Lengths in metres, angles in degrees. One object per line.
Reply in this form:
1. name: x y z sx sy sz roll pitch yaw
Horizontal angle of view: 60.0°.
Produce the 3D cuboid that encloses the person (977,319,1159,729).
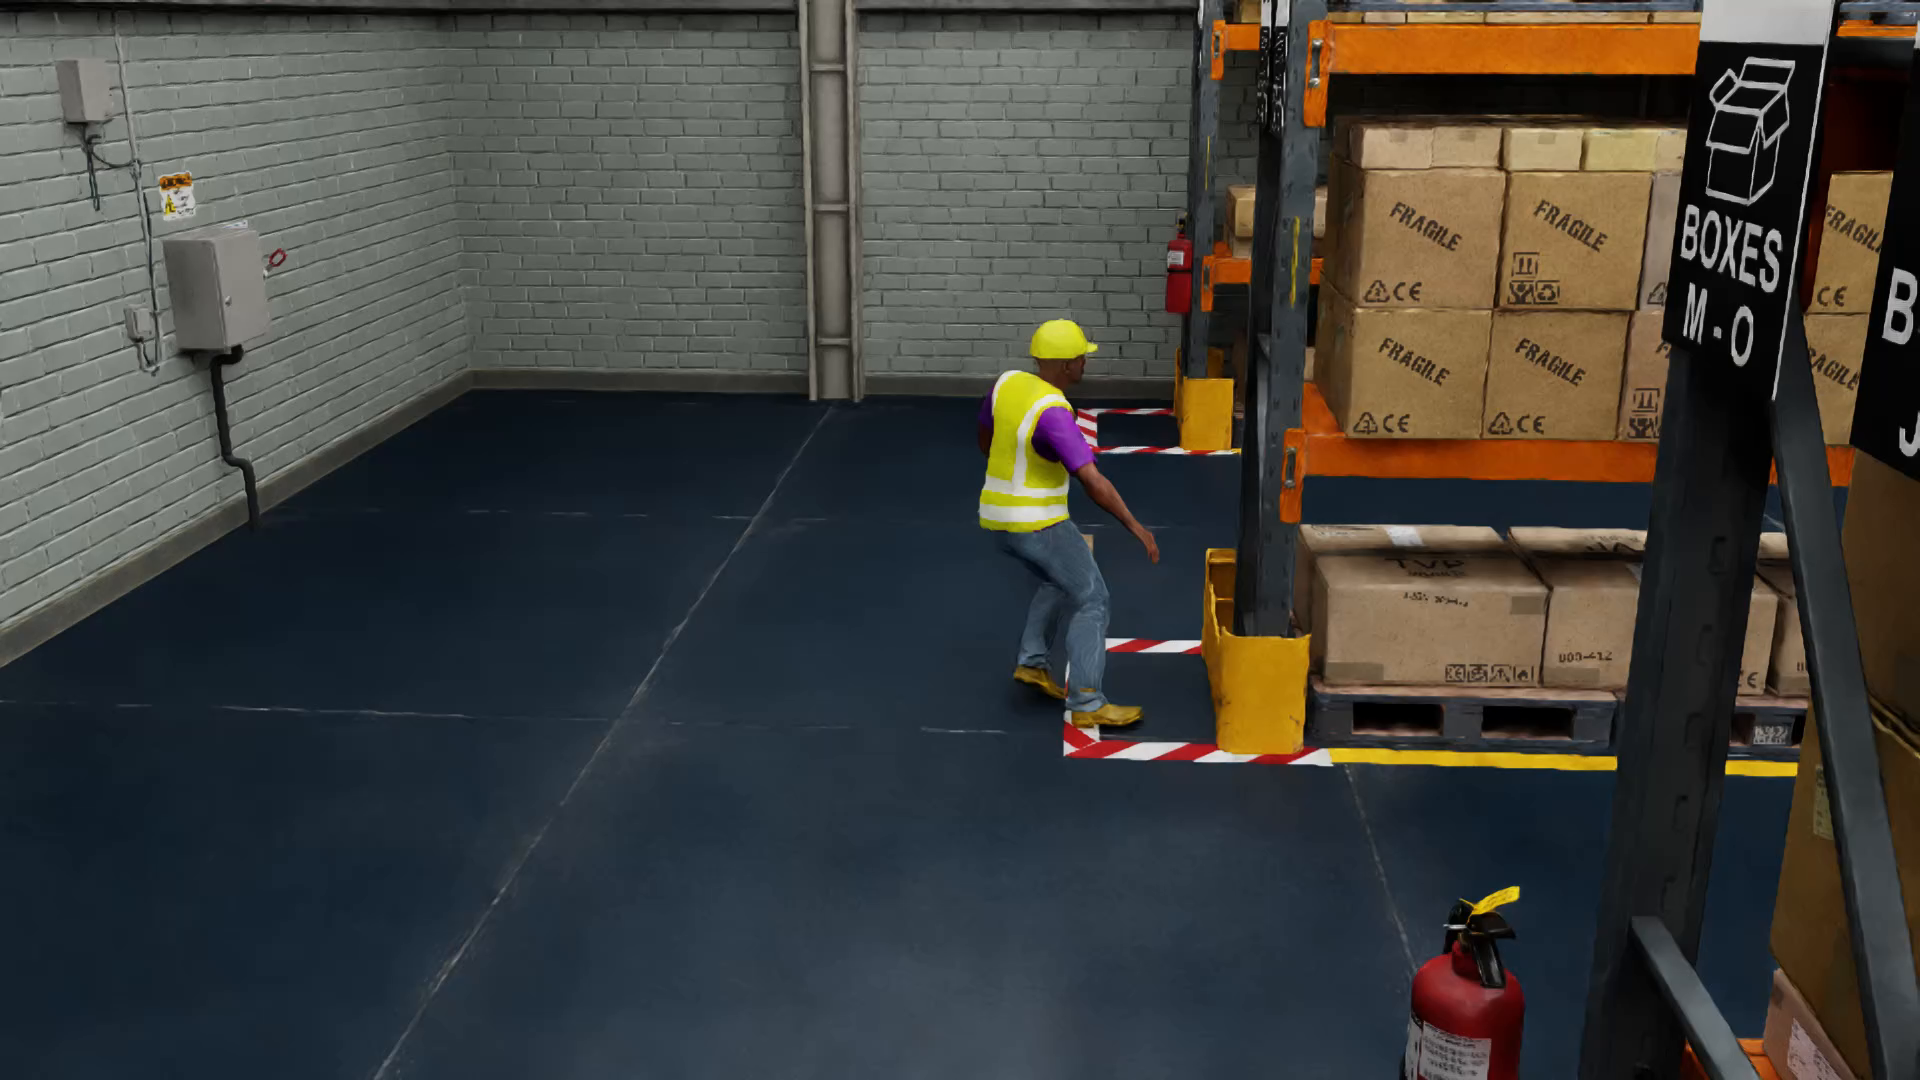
1. person: 0.404 -0.071 6.959 0.500 1.687 0.968 -11 20 -31
